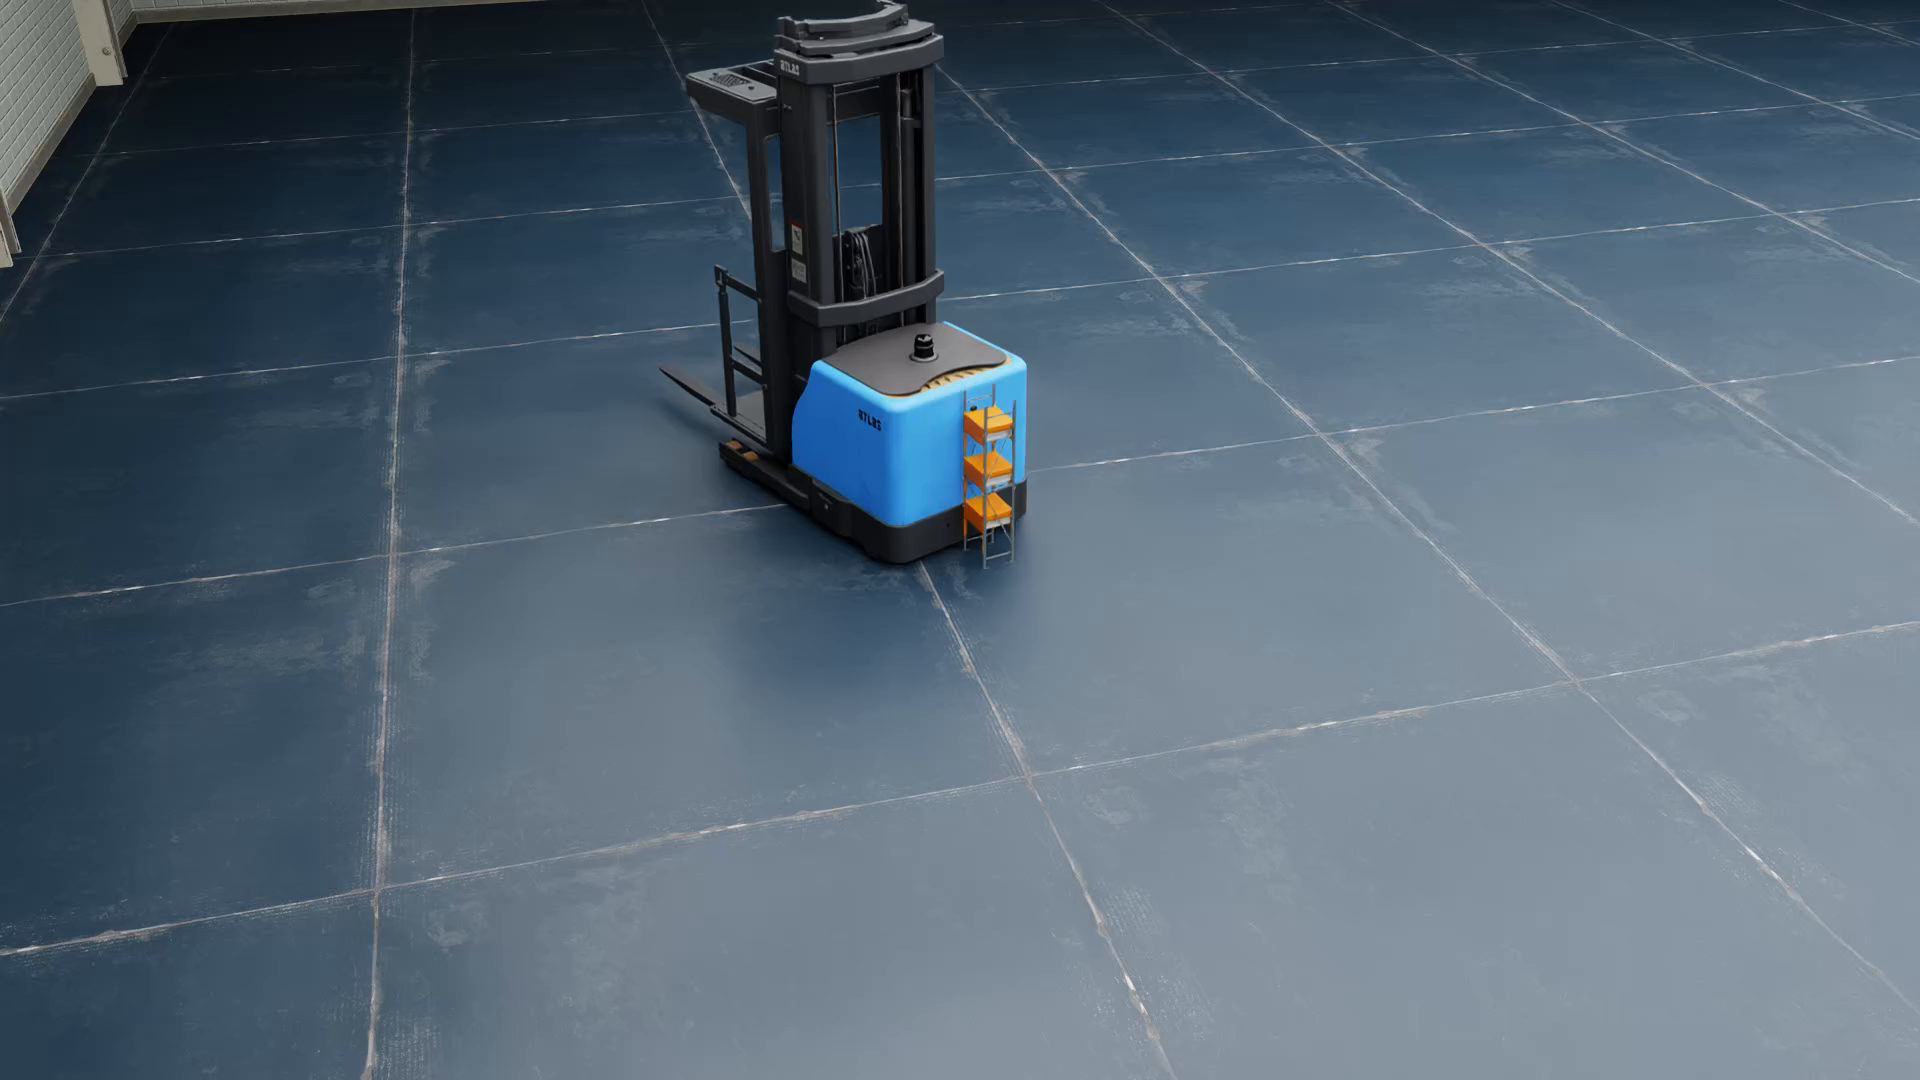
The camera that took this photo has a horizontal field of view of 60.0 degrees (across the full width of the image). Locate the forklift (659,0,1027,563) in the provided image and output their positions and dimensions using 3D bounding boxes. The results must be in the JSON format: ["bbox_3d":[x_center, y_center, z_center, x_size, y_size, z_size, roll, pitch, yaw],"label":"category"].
[{"bbox_3d":[-0.906,-1.807,10.177,1.130,2.935,3.031,-22,37,-33],"label":"forklift"}]

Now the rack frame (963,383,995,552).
[{"bbox_3d":[0.111,-0.410,9.641,0.200,1.050,0.008,-15,33,-24],"label":"rack frame"}]

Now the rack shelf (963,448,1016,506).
[{"bbox_3d":[0.167,-0.347,9.553,0.215,0.259,0.240,-15,33,-24],"label":"rack shelf"}]

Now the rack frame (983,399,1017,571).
[{"bbox_3d":[0.223,-0.302,9.454,0.200,1.050,0.008,-15,33,-24],"label":"rack frame"}]

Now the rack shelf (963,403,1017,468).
[{"bbox_3d":[0.167,-0.592,9.411,0.215,0.259,0.240,-15,33,-24],"label":"rack shelf"}]

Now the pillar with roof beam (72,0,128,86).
[{"bbox_3d":[-5.594,-9.733,17.814,9.100,9.000,0.400,-8,31,-13],"label":"pillar with roof beam"}]

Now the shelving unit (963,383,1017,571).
[{"bbox_3d":[0.167,-0.356,9.548,0.215,1.050,0.252,-15,33,-24],"label":"shelving unit"}]

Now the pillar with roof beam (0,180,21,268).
[{"bbox_3d":[-4.002,-6.835,12.808,9.100,9.000,0.400,-8,31,-13],"label":"pillar with roof beam"}]

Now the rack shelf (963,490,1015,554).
[{"bbox_3d":[0.167,-0.106,9.692,0.215,0.259,0.240,-15,33,-24],"label":"rack shelf"}]
